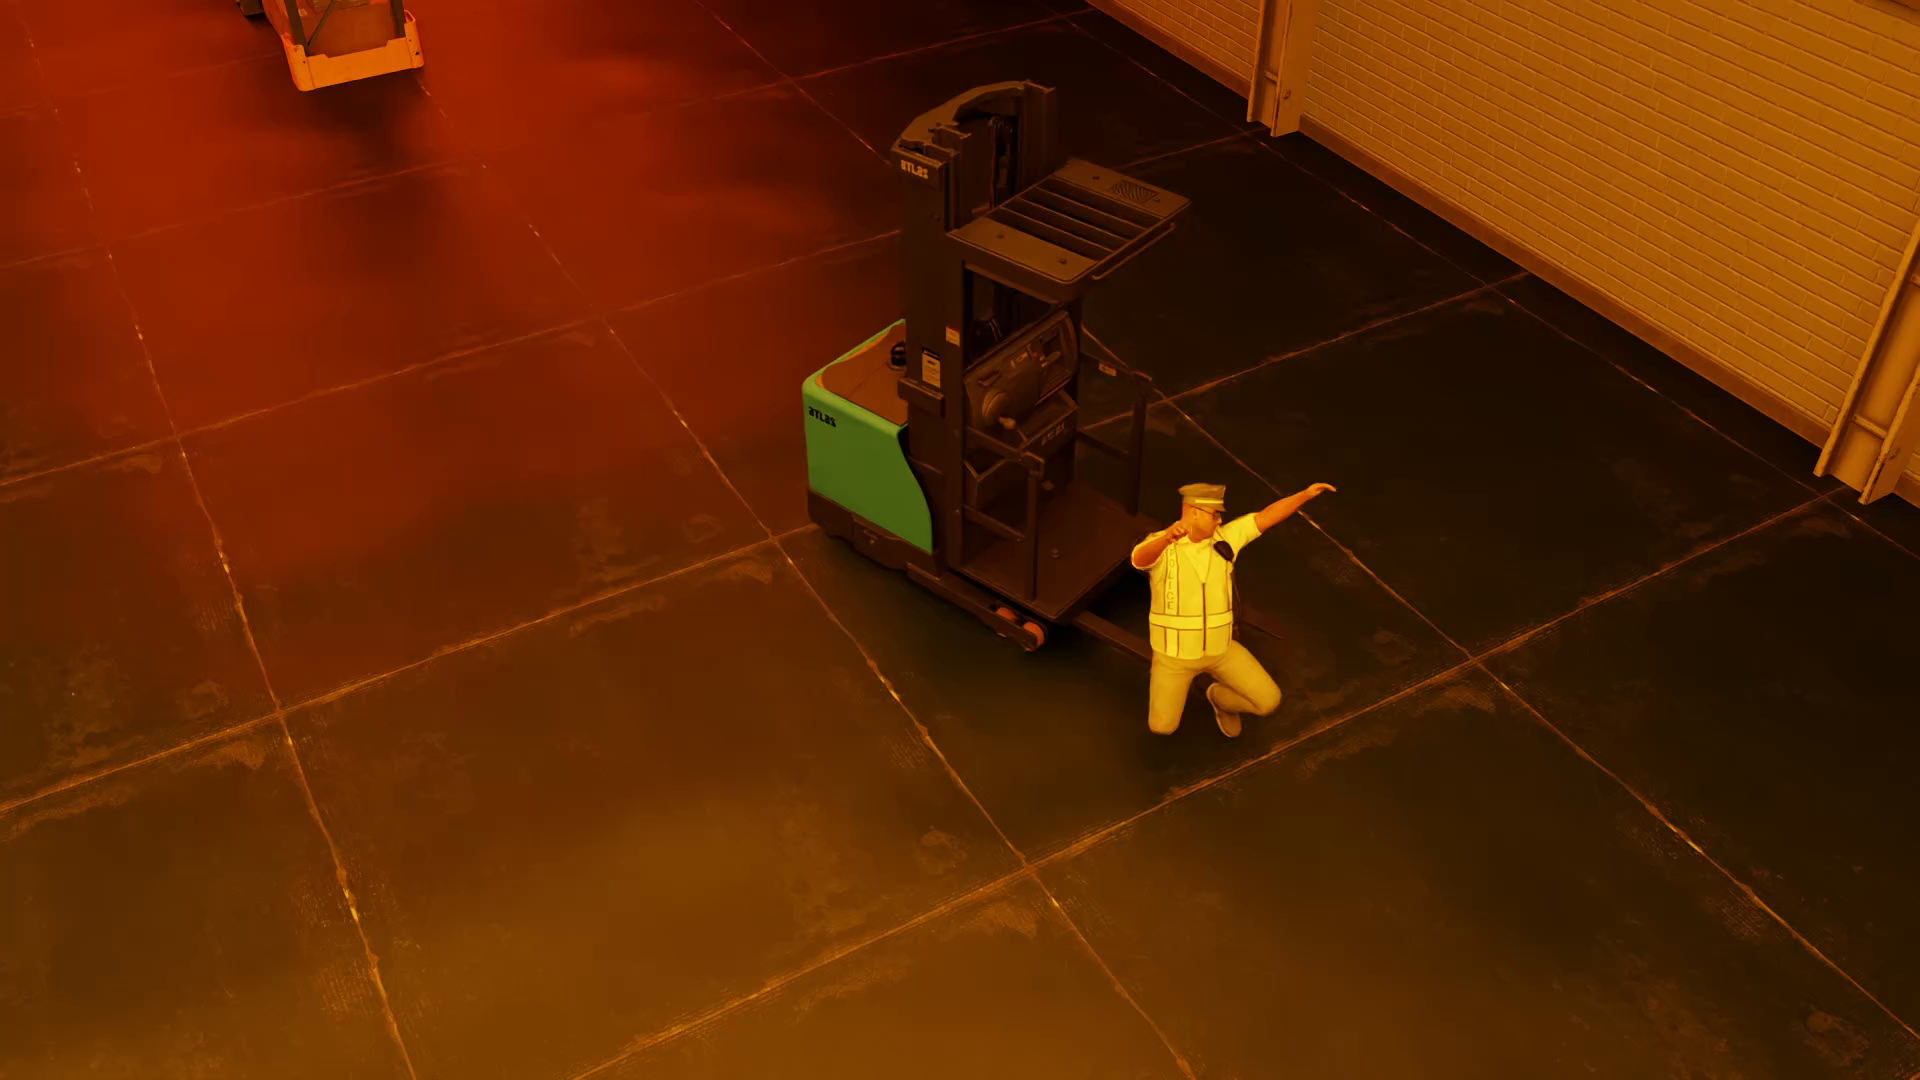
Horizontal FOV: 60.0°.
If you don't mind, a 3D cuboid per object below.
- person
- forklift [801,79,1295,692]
[{"bbox_3d":[1.342,0.373,8.504,1.025,1.654,0.839,-8,40,-10],"label":"person"},{"bbox_3d":[0.506,-0.873,9.089,3.031,2.935,1.130,28,47,29],"label":"forklift"}]
